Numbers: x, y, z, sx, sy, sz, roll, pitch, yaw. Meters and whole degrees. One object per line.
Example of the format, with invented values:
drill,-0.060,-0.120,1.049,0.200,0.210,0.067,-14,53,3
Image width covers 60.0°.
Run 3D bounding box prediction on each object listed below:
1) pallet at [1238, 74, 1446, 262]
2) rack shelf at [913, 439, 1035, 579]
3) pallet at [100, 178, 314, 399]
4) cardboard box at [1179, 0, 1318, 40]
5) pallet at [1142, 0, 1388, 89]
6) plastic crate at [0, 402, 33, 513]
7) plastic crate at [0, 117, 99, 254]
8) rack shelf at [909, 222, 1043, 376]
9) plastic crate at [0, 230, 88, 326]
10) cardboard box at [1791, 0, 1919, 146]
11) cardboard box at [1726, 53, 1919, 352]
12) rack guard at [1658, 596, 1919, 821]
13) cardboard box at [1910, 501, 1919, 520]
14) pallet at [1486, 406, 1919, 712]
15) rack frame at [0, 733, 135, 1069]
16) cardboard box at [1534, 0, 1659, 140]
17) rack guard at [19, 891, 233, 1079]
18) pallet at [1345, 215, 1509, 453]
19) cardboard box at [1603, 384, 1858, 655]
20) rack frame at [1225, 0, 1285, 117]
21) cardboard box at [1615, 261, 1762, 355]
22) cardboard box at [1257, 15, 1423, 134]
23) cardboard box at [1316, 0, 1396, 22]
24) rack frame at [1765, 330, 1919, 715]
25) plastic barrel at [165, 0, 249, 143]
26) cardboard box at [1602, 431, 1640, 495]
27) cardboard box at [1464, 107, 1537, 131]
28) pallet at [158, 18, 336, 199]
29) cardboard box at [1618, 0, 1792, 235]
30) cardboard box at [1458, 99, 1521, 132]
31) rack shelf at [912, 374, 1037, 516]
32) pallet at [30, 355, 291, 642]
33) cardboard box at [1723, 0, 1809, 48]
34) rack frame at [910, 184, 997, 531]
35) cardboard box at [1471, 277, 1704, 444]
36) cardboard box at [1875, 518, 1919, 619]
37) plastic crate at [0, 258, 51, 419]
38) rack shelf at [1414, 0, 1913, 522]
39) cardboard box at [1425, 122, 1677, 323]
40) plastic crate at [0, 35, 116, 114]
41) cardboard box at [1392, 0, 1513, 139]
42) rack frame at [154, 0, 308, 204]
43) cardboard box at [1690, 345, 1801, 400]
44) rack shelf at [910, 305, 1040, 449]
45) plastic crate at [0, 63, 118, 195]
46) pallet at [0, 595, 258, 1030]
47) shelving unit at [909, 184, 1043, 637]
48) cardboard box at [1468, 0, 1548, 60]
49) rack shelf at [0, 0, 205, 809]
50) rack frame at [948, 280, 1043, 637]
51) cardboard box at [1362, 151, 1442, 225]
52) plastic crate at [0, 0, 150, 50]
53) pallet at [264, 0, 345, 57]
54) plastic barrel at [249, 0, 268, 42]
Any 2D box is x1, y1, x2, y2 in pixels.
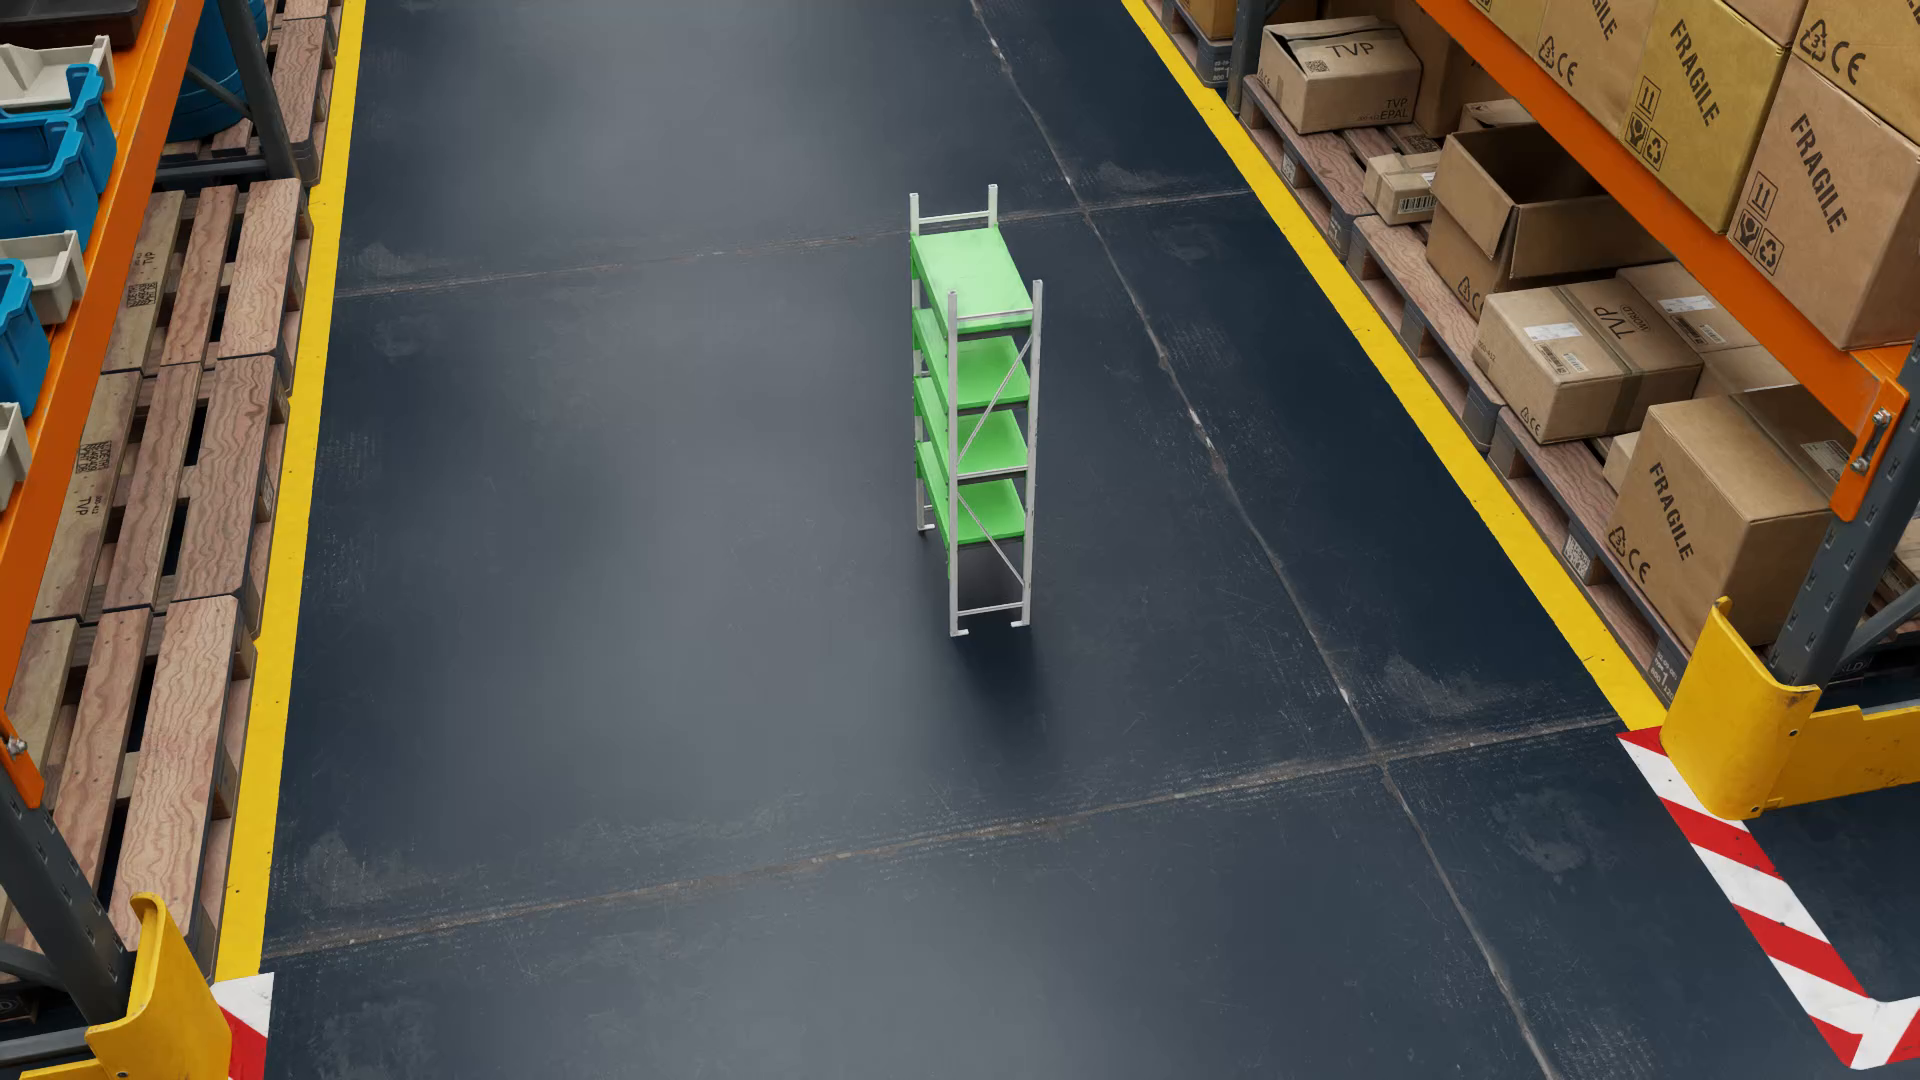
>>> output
pallet,1.837,-1.619,6.915,1.003,0.211,1.213,-8,42,-9
rack shelf,0.036,-0.114,4.933,0.258,0.148,0.480,-8,42,-9
pallet,-2.951,-0.886,6.089,1.003,0.211,1.213,-8,42,-9
cardboard box,1.303,-2.616,7.489,0.500,0.500,0.500,-9,42,-10
pallet,1.477,-2.586,8.004,1.003,0.211,1.213,-8,42,-9
plastic crate,-2.004,-0.158,3.322,0.250,0.136,0.298,-8,42,-9
plastic crate,-2.300,-0.827,4.004,0.416,0.233,0.300,-8,42,-9
rack shelf,0.036,-0.653,4.455,0.258,0.148,0.480,-8,42,-9
plastic crate,-2.151,-0.597,3.817,0.250,0.136,0.298,-8,42,-9
cardboard box,2.189,-1.175,3.485,0.500,0.500,0.500,-9,42,-10
cardboard box,2.191,-0.803,3.820,0.500,0.500,0.500,-7,42,-8
rack guard,2.537,0.371,4.455,1.175,0.500,0.348,-8,42,-9
cardboard box,2.744,-0.102,4.908,0.380,0.166,0.250,-8,42,-9
pallet,2.364,-0.037,5.133,1.003,0.211,1.213,-8,42,-9
rack frame,-2.284,0.193,2.773,1.000,3.000,0.127,-8,42,-9
cardboard box,1.973,-1.463,4.563,0.500,0.500,0.500,-8,42,-9
rack guard,-2.266,1.142,3.587,1.175,0.500,0.348,-8,42,-9
pallet,2.104,-0.826,6.022,1.003,0.211,1.213,-8,42,-9
cardboard box,2.195,-0.061,4.611,0.500,0.500,0.500,-8,42,-9
rack frame,1.690,-3.107,6.491,1.000,3.000,0.127,-8,42,-9
cardboard box,2.497,-0.692,5.510,0.500,0.250,0.500,-8,42,-9
cardboard box,1.569,-1.963,6.896,0.500,0.311,0.500,-8,42,-9
cardboard box,1.823,-2.685,7.567,0.500,0.500,0.500,-10,43,-11
rack frame,2.553,-0.514,3.570,1.000,3.000,0.127,-8,42,-9
plastic barrel,-3.248,-2.127,6.651,0.600,0.901,0.708,-8,42,-9
cardboard box,2.196,-0.212,5.032,0.380,0.166,0.250,-8,42,-9
cardboard box,2.252,-1.451,6.319,0.500,0.311,0.500,-8,42,-9
pallet,-3.273,-1.863,7.190,1.003,0.211,1.213,-8,42,-9
cardboard box,2.075,-1.139,4.198,0.500,0.500,0.500,-8,42,-9
cardboard box,2.229,-1.642,6.657,0.380,0.149,0.250,-8,42,-9
rack shelf,0.036,-0.294,4.773,0.258,0.148,0.480,-8,42,-9
pallet,-2.684,-0.093,5.196,1.003,0.211,1.213,-8,42,-9
cardboard box,2.079,-1.502,3.854,0.500,0.500,0.500,-7,42,-8
rack frame,-0.017,-0.500,4.909,0.240,1.200,0.015,-8,42,-9
cardboard box,2.020,-0.588,5.392,0.500,0.250,0.500,-8,42,-9
cardboard box,2.798,0.067,4.731,0.380,0.149,0.250,-8,42,-9
plastic crate,-2.158,-0.401,3.523,0.416,0.233,0.300,-8,42,-9
rack shelf,2.121,-1.542,5.269,1.077,0.370,4.000,-8,42,-9
cardboard box,2.100,-1.121,5.802,0.797,0.503,0.637,-8,42,-9
plastic crate,-2.478,-1.238,4.538,0.293,0.136,0.466,-8,42,-9
cardboard box,2.090,-2.008,6.804,0.500,0.500,0.500,-8,42,-9
rack frame,-3.148,-2.400,5.694,1.000,3.000,0.127,-8,42,-9
cardboard box,2.605,-0.368,5.145,0.500,0.250,0.500,-8,42,-9
rack shelf,0.036,-0.473,4.614,0.258,0.148,0.480,-8,42,-9
plastic crate,-2.365,-1.022,4.223,0.416,0.233,0.300,-8,42,-9
pallet,-2.424,0.696,4.307,1.003,0.211,1.213,-8,42,-9
shelving unit,0.036,-0.341,4.731,0.258,1.200,0.503,-8,42,-9
cardboard box,1.864,-1.790,4.931,0.500,0.500,0.500,-9,42,-10
rack shelf,-2.716,-0.834,4.472,1.077,0.370,4.000,-8,42,-9
rack frame,0.088,-0.183,4.553,0.240,1.200,0.015,-8,42,-9
cardboard box,1.766,-1.350,6.314,0.380,0.166,0.250,-8,42,-9
plastic crate,-2.644,-1.632,4.991,0.437,0.125,0.590,-8,42,-9
pallet,-3.540,-2.655,8.082,1.003,0.211,1.213,-8,42,-9
plastic barrel,-3.401,-2.586,7.168,0.600,0.901,0.708,-8,42,-9
